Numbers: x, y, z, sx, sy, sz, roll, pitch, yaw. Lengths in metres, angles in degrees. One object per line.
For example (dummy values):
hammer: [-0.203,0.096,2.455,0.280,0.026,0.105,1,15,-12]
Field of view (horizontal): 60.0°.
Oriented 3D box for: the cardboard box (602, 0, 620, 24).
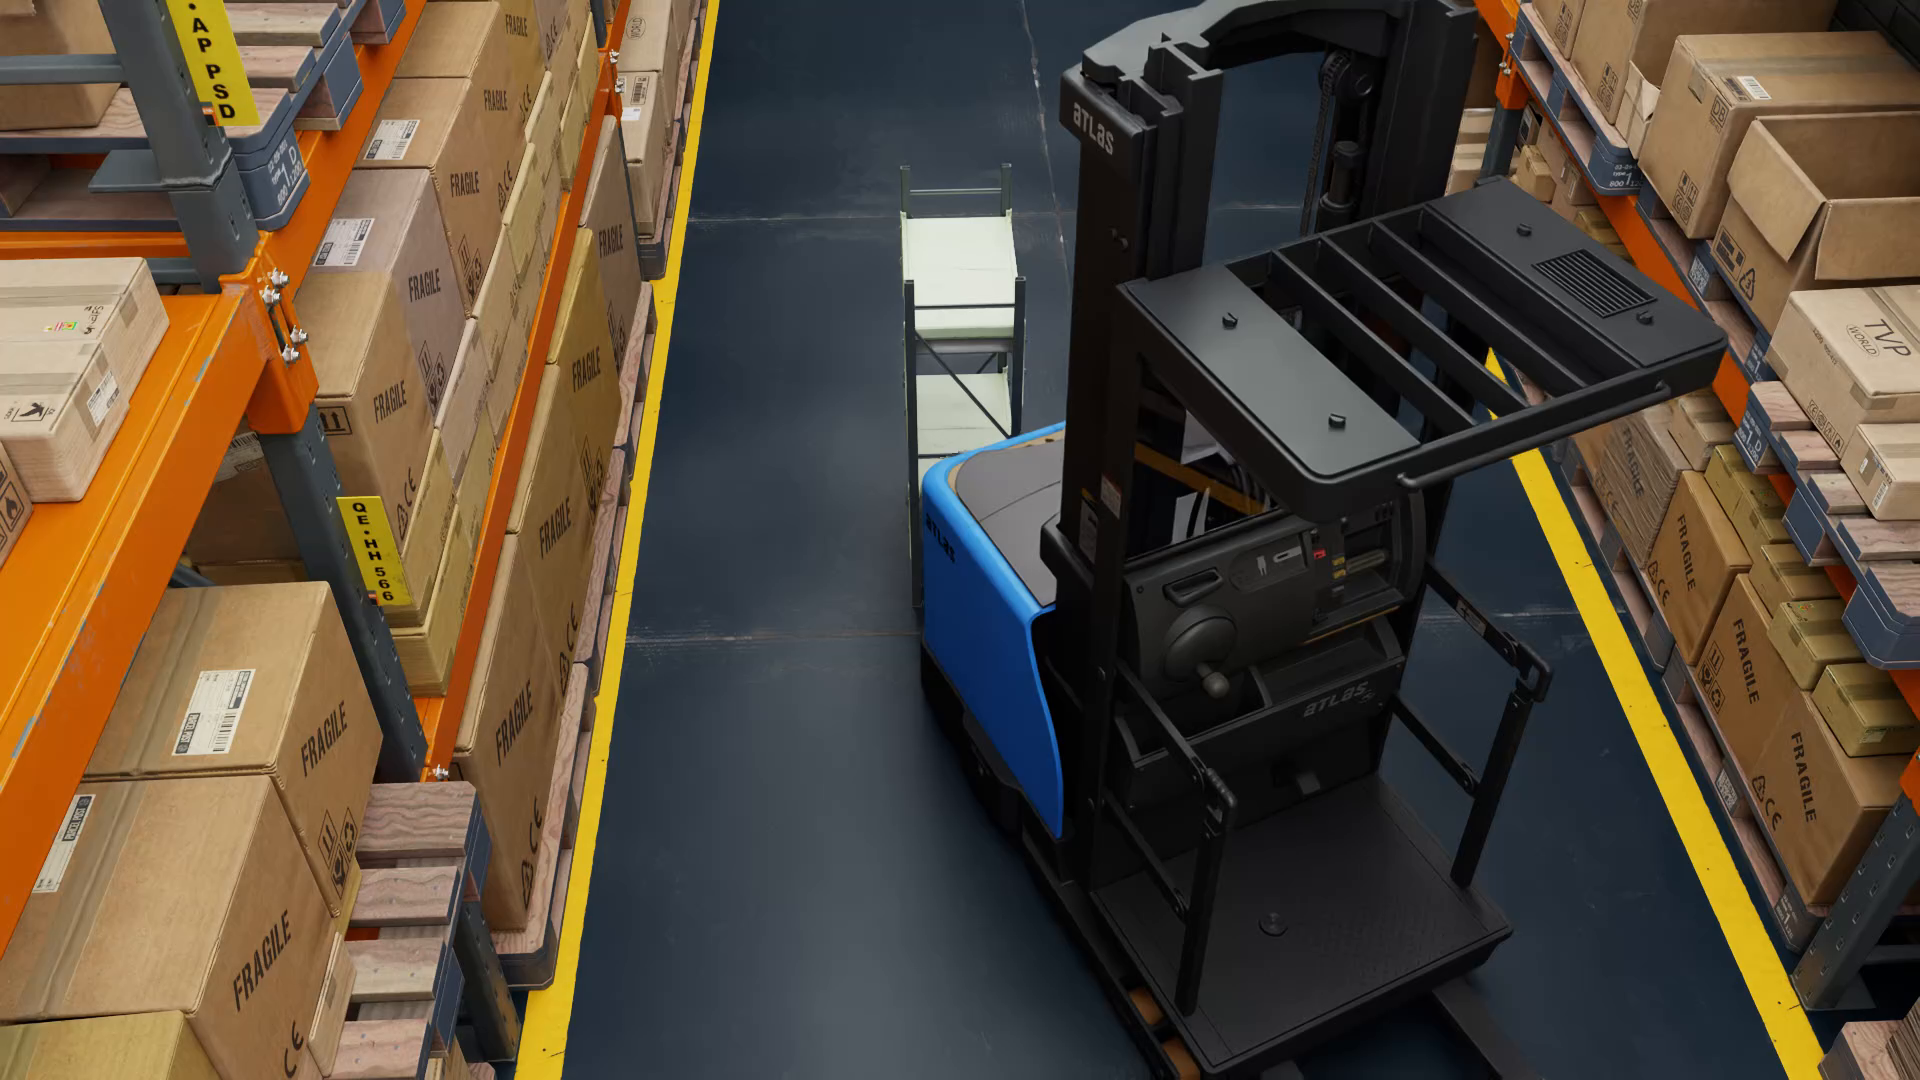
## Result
cardboard box: [-1.773,-2.614,7.308,0.500,0.500,0.500,0,43,0]

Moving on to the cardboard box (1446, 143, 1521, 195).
cardboard box: [2.627,-1.869,8.369,0.380,0.149,0.250,-3,43,-3]

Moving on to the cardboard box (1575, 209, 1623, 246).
cardboard box: [2.805,-1.263,6.967,0.380,0.149,0.250,-4,43,-4]

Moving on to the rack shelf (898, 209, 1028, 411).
rack shelf: [0.000,-0.836,5.975,0.431,0.370,0.720,-2,43,-2]

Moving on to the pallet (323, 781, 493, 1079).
pallet: [-1.708,0.996,3.585,1.213,0.211,1.003,-2,43,-2]

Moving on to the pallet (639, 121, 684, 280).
pallet: [-1.969,-1.740,8.493,1.003,0.211,1.213,-2,43,-2]

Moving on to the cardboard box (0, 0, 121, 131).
cardboard box: [-2.012,-1.101,3.124,0.797,0.503,0.637,-4,43,-4]

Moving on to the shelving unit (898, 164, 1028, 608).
shelving unit: [0.000,-0.548,6.238,0.431,1.500,0.755,-2,43,-2]

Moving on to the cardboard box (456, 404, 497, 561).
cardboard box: [-1.654,-0.181,4.838,0.500,0.250,0.500,-3,43,-3]

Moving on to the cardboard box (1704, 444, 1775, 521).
cardboard box: [2.853,-0.206,5.814,0.380,0.149,0.250,-2,43,-2]

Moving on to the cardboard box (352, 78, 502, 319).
cardboard box: [-1.659,-0.982,4.788,0.500,0.500,0.500,-1,43,-1]

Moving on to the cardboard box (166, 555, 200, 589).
cardboard box: [-2.120,-0.001,4.272,0.500,0.250,0.500,-2,43,-2]

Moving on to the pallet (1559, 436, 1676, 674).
pallet: [3.071,0.004,6.590,1.003,0.211,1.213,-2,43,-2]

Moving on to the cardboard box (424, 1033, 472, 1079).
cardboard box: [-1.831,1.643,4.371,0.950,0.372,0.625,-4,43,-5]

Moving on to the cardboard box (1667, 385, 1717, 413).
cardboard box: [2.852,-0.559,6.199,0.380,0.149,0.250,-1,43,-2]

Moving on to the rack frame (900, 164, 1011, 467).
rack frame: [-0.015,-0.795,6.508,0.400,1.500,0.023,-2,43,-2]

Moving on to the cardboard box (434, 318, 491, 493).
cardboard box: [-1.641,-0.380,4.685,0.500,0.250,0.500,-1,43,-1]

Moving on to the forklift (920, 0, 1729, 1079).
forklift: [0.965,0.215,4.346,1.130,2.935,3.031,-19,46,-19]

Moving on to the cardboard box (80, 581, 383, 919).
cardboard box: [-1.548,0.445,3.440,0.500,0.500,0.500,-3,43,-3]

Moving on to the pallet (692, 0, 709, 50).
pallet: [-2.073,-3.388,10.290,1.003,0.211,1.213,-2,43,-2]

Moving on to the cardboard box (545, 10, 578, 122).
cardboard box: [-1.725,-1.754,6.185,0.500,0.250,0.500,-1,43,-1]

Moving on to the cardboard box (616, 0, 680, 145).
cardboard box: [-1.973,-2.494,8.837,0.875,0.438,0.875,-3,43,-3]

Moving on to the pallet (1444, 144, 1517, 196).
pallet: [2.916,-1.833,8.594,1.003,0.211,1.213,-2,43,-2]

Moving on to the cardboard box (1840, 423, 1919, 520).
cardboard box: [2.703,-0.192,4.615,0.380,0.149,0.250,-1,43,-1]

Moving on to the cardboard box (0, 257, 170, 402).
cardboard box: [-1.622,-0.359,2.888,0.380,0.149,0.250,-2,43,-2]

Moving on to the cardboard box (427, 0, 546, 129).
cardboard box: [-1.714,-1.672,5.540,0.500,0.500,0.500,0,43,0]

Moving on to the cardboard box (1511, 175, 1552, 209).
cardboard box: [2.740,-1.298,7.485,0.500,0.500,0.500,0,43,0]

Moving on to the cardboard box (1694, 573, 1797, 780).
cardboard box: [2.870,0.452,5.576,0.500,0.500,0.500,-2,43,-2]

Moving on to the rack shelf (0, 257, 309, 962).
rack shelf: [-1.760,0.957,1.798,1.077,0.370,4.000,-2,43,-2]

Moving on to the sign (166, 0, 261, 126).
sign: [-1.303,-0.863,2.869,0.100,0.325,0.005,-2,43,-2]

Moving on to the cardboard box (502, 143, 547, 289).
cardboard box: [-1.658,-1.059,5.427,0.500,0.250,0.500,-1,43,-1]

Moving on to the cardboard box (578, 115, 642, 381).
cardboard box: [-1.909,-1.208,7.110,0.875,0.875,0.875,0,43,0]

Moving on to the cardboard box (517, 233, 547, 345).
cardboard box: [-1.695,-0.868,5.588,0.500,0.250,0.500,-2,43,-2]

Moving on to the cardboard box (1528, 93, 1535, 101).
cardboard box: [3.134,-2.247,8.781,0.380,0.149,0.250,-2,43,-2]

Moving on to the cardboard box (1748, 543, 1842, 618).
cardboard box: [2.830,0.142,5.435,0.380,0.149,0.250,-3,43,-3]

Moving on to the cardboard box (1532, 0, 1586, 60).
cardboard box: [2.741,-2.256,6.607,0.700,0.500,0.500,-1,43,-1]

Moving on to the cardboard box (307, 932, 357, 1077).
cardboard box: [-1.457,0.948,3.371,0.380,0.149,0.250,-2,43,-2]

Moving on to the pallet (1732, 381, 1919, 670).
pallet: [3.015,-0.082,4.762,1.213,0.211,1.003,-2,43,-2]

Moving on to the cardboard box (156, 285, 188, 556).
cardboard box: [-2.128,-0.299,4.043,0.500,0.500,0.500,-3,43,-3]

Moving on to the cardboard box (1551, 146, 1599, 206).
cardboard box: [2.752,-1.556,7.067,0.380,0.149,0.250,-4,43,-4]

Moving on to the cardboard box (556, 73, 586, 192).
cardboard box: [-1.724,-1.558,6.341,0.500,0.250,0.500,-2,43,-2]

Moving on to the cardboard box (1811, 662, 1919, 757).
cardboard box: [2.840,0.504,5.039,0.380,0.149,0.250,-4,43,-4]

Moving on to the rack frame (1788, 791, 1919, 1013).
rack frame: [3.114,0.303,4.200,1.000,3.000,0.127,-2,43,-2]

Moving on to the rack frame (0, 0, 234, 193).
rack frame: [-1.845,-1.764,2.015,1.000,3.000,0.127,-2,43,-2]

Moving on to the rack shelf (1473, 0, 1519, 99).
rack shelf: [2.859,-3.483,8.862,1.077,0.370,4.000,-2,43,-2]

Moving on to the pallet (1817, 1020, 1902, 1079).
pallet: [3.110,1.887,4.535,1.003,0.211,1.213,-2,43,-2]

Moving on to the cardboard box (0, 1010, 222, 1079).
cardboard box: [-1.493,1.135,2.687,0.500,0.500,0.500,-4,43,-5]

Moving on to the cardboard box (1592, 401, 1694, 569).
cardboard box: [2.805,-0.252,6.344,0.500,0.500,0.500,-3,43,-3]

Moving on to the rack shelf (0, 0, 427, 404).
rack shelf: [-1.930,-1.743,4.744,1.077,0.370,4.000,-2,43,-2]

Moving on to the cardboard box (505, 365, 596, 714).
cardboard box: [-1.825,0.005,5.786,0.875,0.875,0.875,-1,43,-1]

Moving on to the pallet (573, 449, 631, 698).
pallet: [-1.852,0.119,6.463,1.003,0.211,1.213,-2,43,-2]

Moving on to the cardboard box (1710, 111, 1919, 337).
cardboard box: [2.860,-0.987,5.220,0.797,0.503,0.637,-3,43,-3]

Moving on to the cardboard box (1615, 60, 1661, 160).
cardboard box: [2.620,-1.554,6.014,0.396,0.266,0.258,0,43,0]

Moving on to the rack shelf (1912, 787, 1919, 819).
rack shelf: [3.199,1.918,2.970,1.077,0.370,4.000,-2,43,-2]

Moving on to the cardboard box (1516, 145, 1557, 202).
cardboard box: [2.693,-1.620,7.357,0.380,0.149,0.250,0,43,0]

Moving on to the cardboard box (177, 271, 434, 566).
cardboard box: [-1.622,-0.298,4.041,0.500,0.500,0.500,-3,43,-3]

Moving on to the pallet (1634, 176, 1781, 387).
pallet: [3.027,-0.939,5.697,1.003,0.211,1.213,-2,43,-2]
